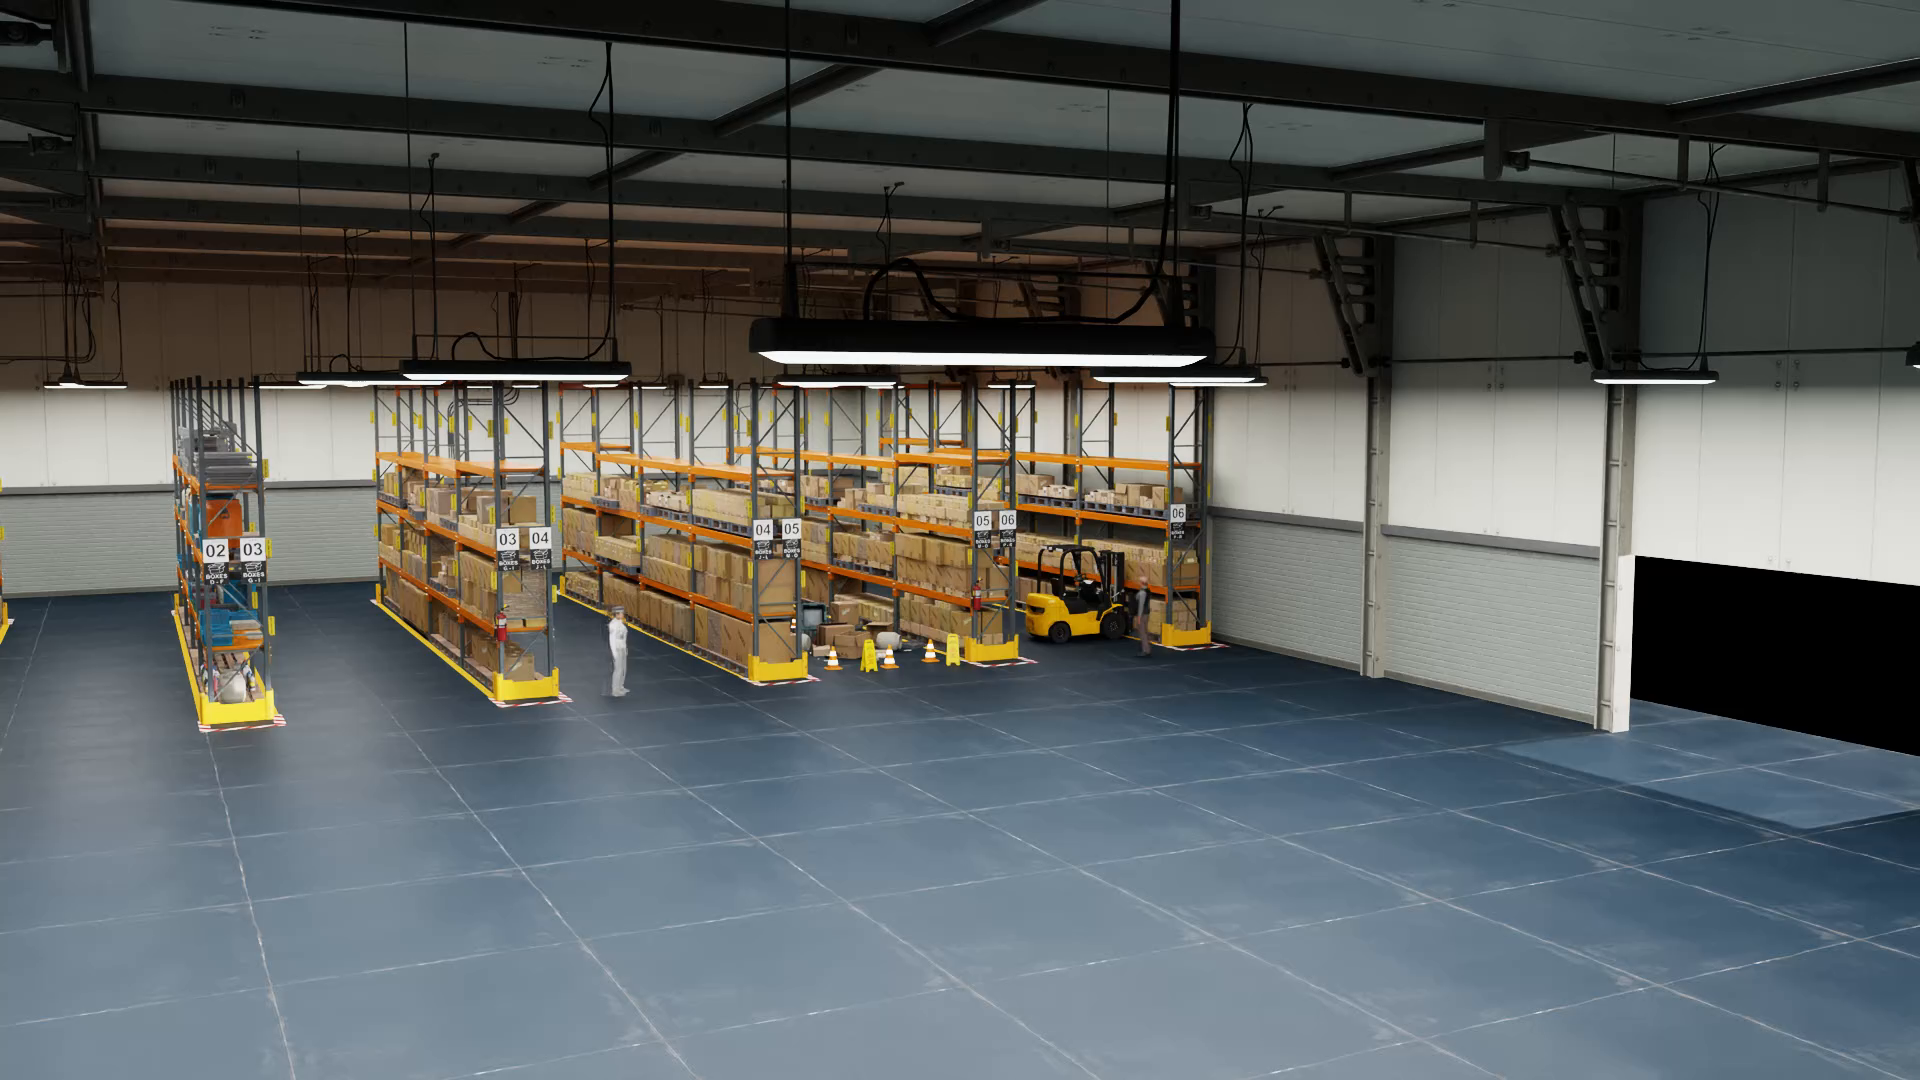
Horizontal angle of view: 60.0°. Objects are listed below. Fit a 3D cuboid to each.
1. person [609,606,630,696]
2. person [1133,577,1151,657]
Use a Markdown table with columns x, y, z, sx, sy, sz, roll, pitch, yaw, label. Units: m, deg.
| x | y | z | sx | sy | sz | roll | pitch | yaw | label |
| --- | --- | --- | --- | --- | --- | --- | --- | --- | --- |
| -6.470 | 2.103 | 31.610 | 0.377 | 1.686 | 0.542 | 1 | 5 | 7 | person |
| 3.937 | 1.661 | 36.087 | 0.398 | 1.742 | 0.590 | 0 | 5 | -1 | person |
